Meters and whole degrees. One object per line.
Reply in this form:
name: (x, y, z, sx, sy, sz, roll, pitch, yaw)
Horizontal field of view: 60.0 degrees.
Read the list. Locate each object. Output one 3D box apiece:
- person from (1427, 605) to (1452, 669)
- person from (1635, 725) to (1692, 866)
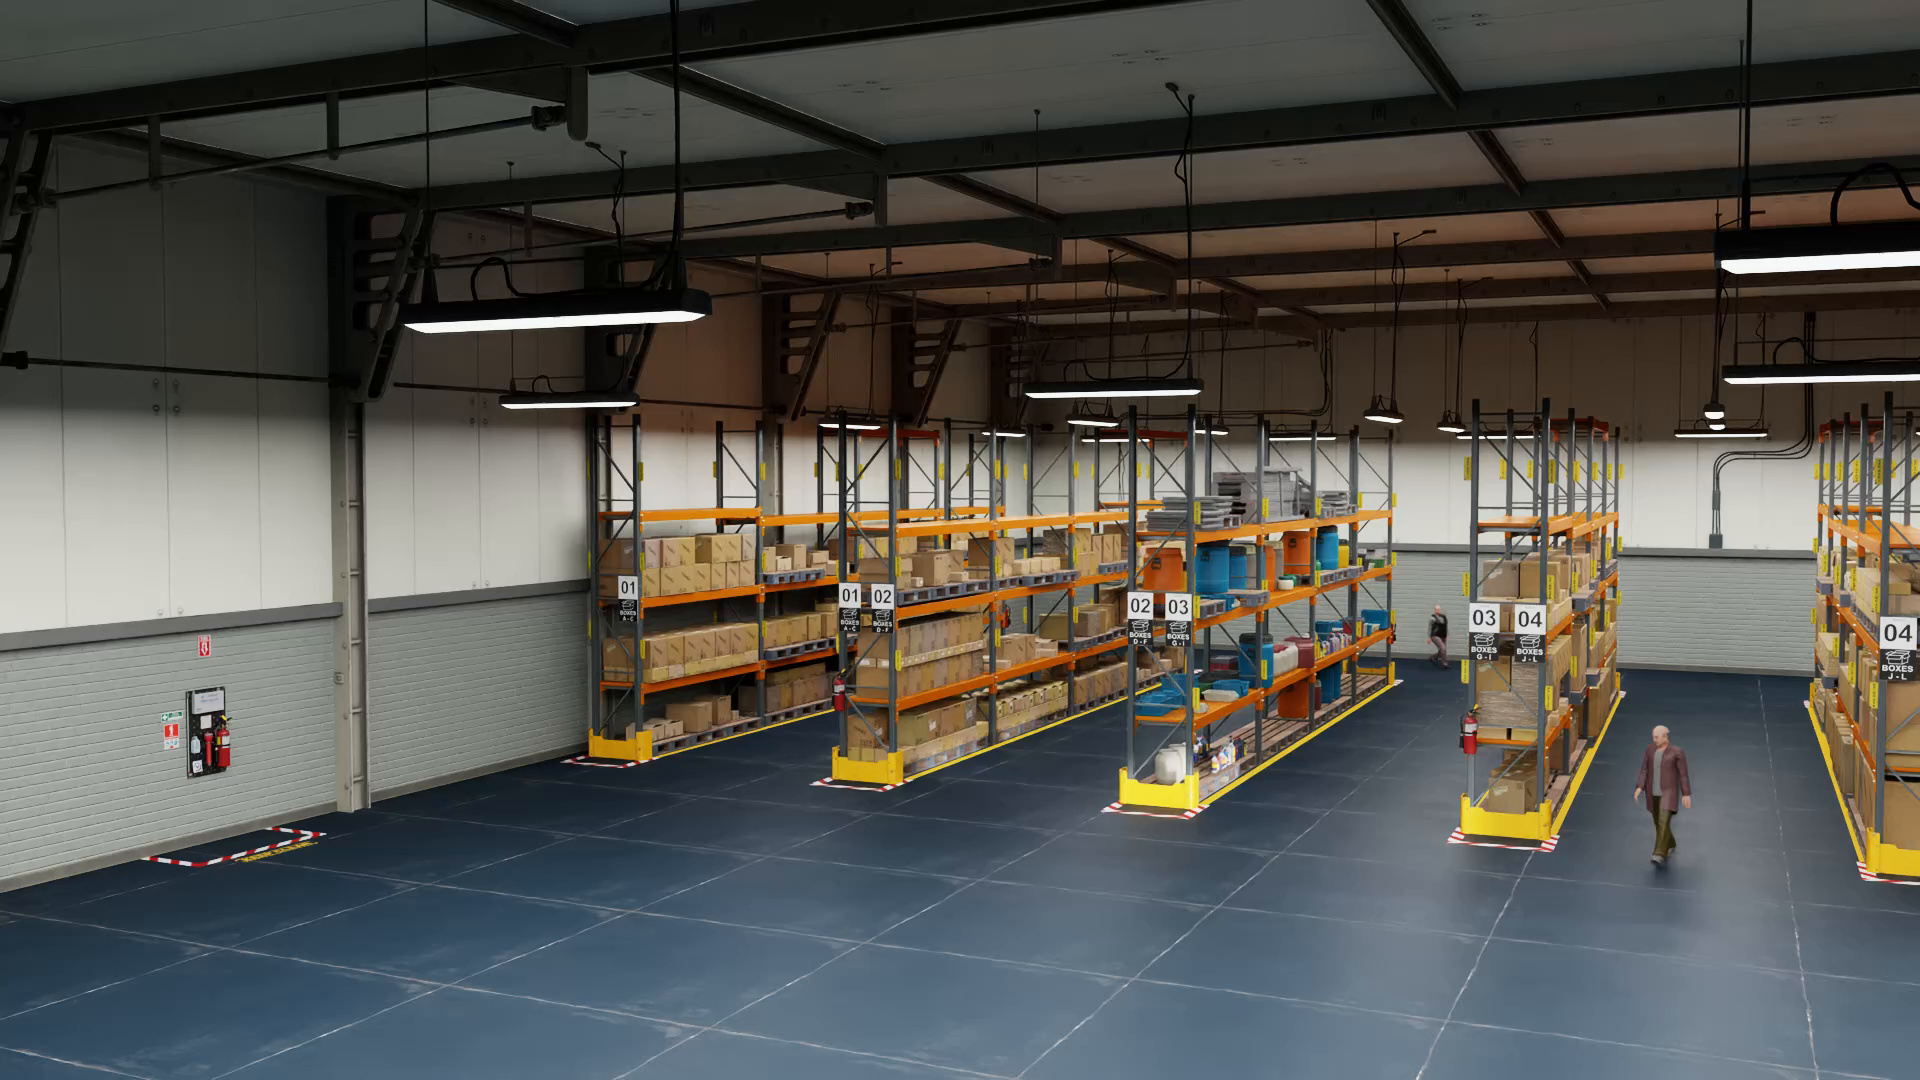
person: (12.200, 2.456, 42.291, 0.529, 1.612, 0.995, -1, 3, -21)
person: (8.975, 3.251, 21.325, 0.980, 1.742, 0.649, -2, 3, -33)
